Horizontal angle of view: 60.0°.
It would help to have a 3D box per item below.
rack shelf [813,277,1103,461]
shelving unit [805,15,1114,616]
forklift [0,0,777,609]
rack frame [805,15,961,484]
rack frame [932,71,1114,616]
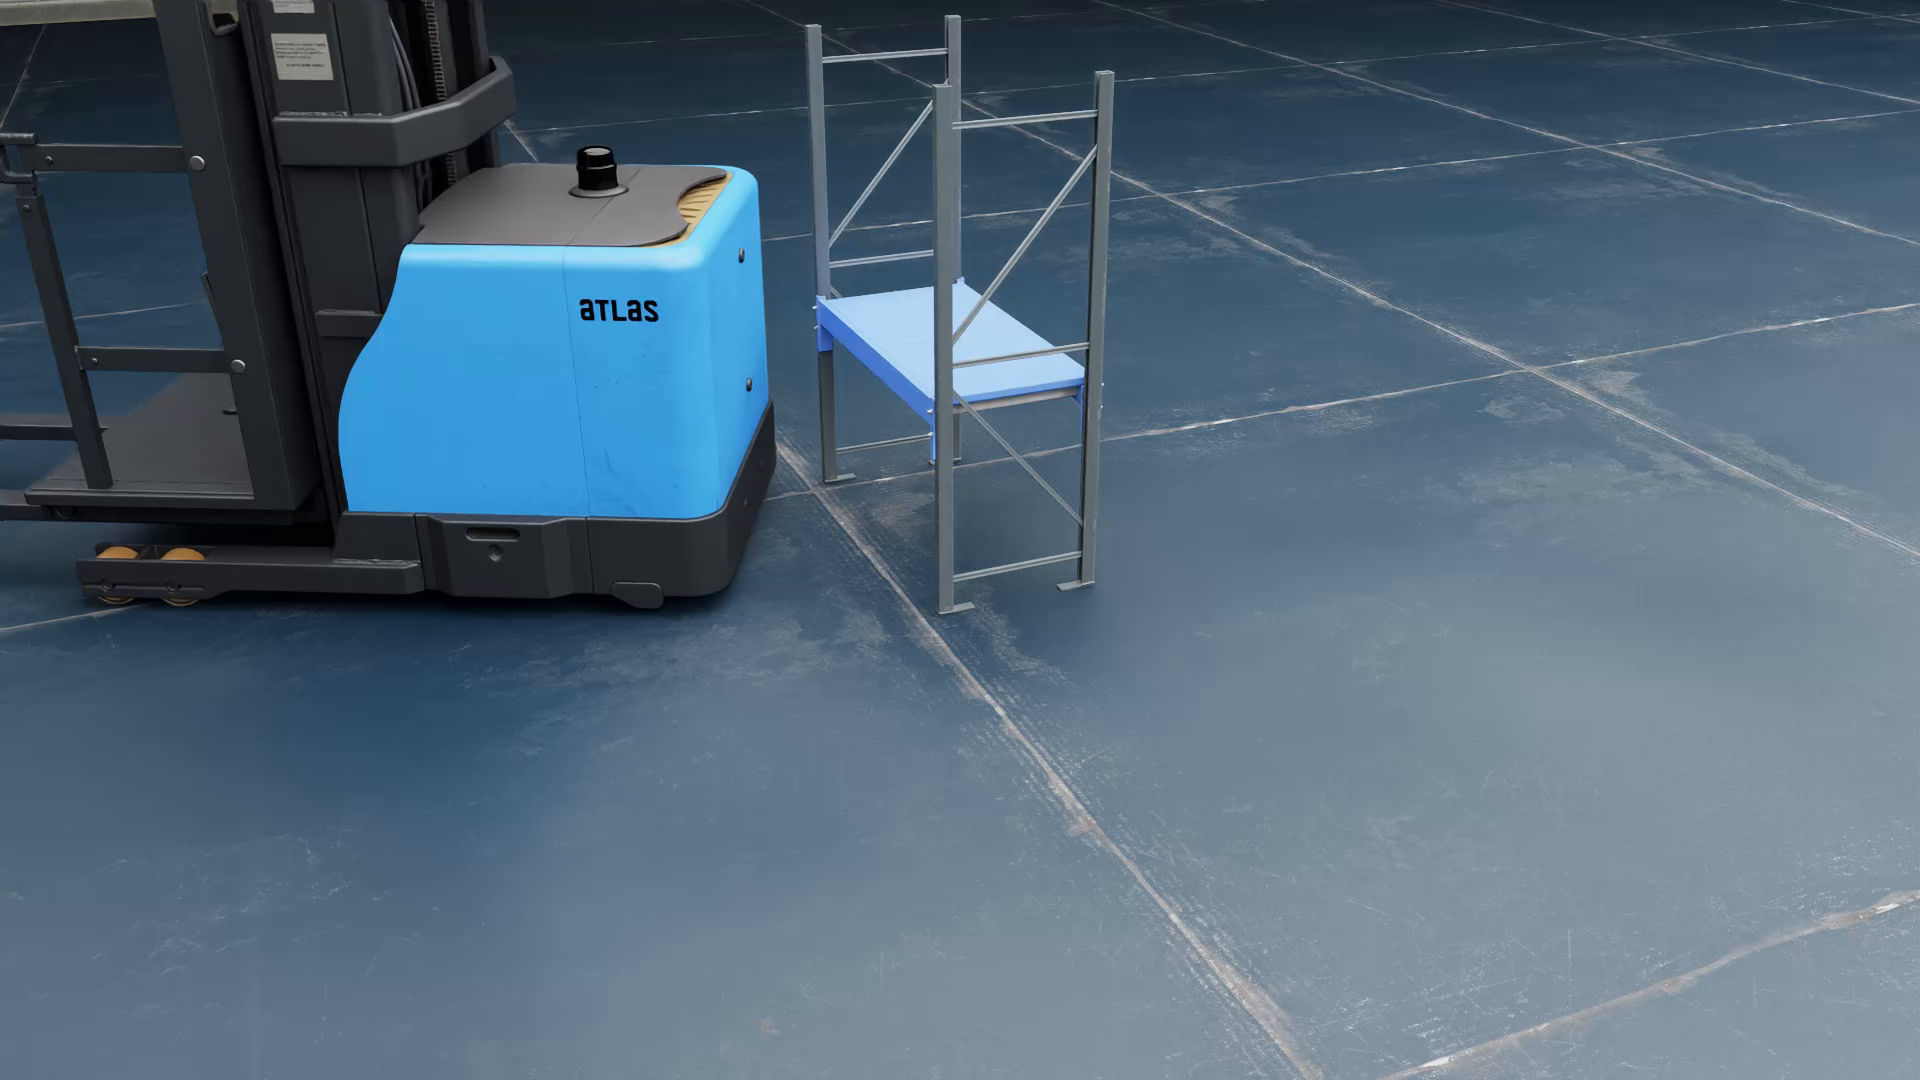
[{"bbox_3d":[-0.033,-0.547,5.070,0.538,0.185,1.000,-11,28,-21],"label":"rack shelf"},{"bbox_3d":[-0.033,-0.708,4.991,0.538,1.500,1.048,-11,28,-21],"label":"shelving unit"},{"bbox_3d":[-2.154,-1.354,4.682,3.031,2.935,1.130,1,26,3],"label":"forklift"},{"bbox_3d":[-0.233,-0.914,5.412,0.500,1.500,0.032,-11,28,-21],"label":"rack frame"},{"bbox_3d":[0.166,-0.503,4.571,0.500,1.500,0.032,-11,28,-21],"label":"rack frame"}]
